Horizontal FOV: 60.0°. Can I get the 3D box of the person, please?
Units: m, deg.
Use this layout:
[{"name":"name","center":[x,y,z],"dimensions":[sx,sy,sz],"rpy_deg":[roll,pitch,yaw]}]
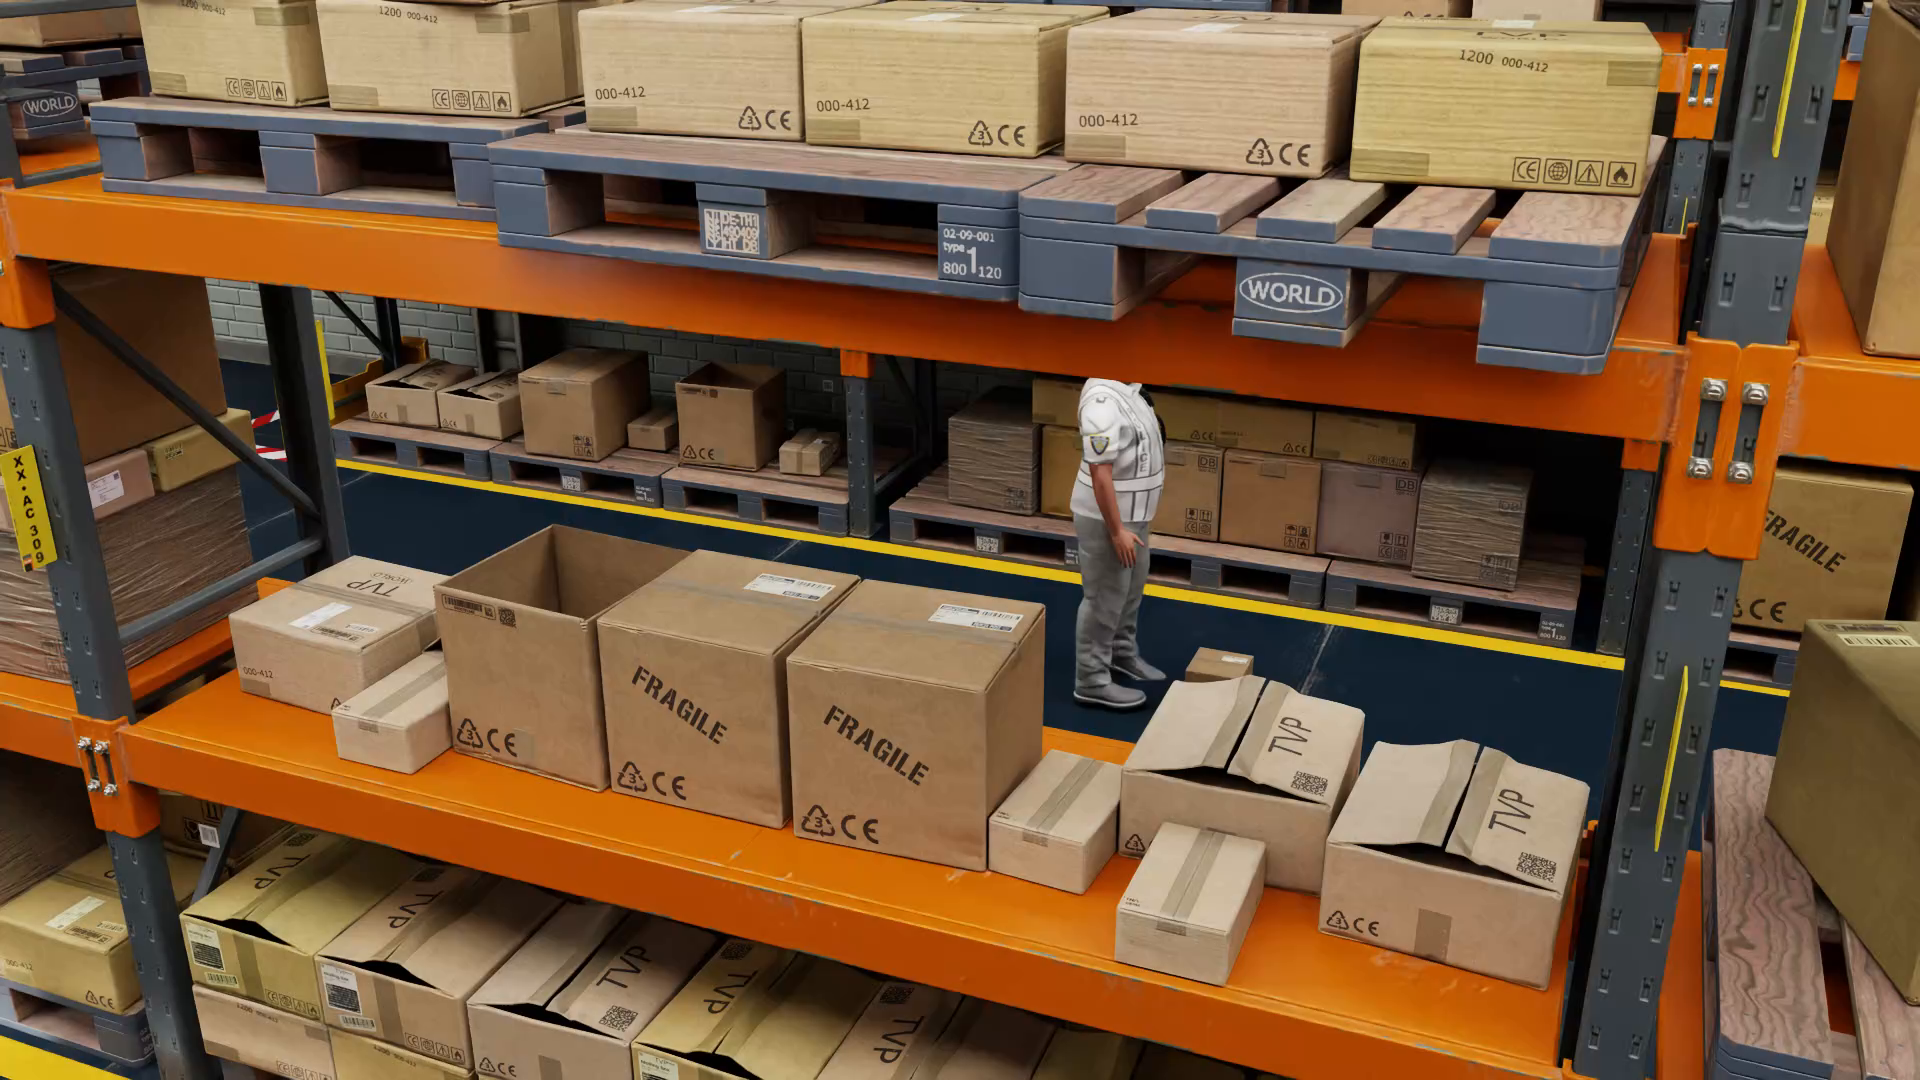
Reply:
[{"name":"person","center":[0.704,-0.109,7.368],"dimensions":[0.392,1.742,0.529],"rpy_deg":[9,24,21]}]
